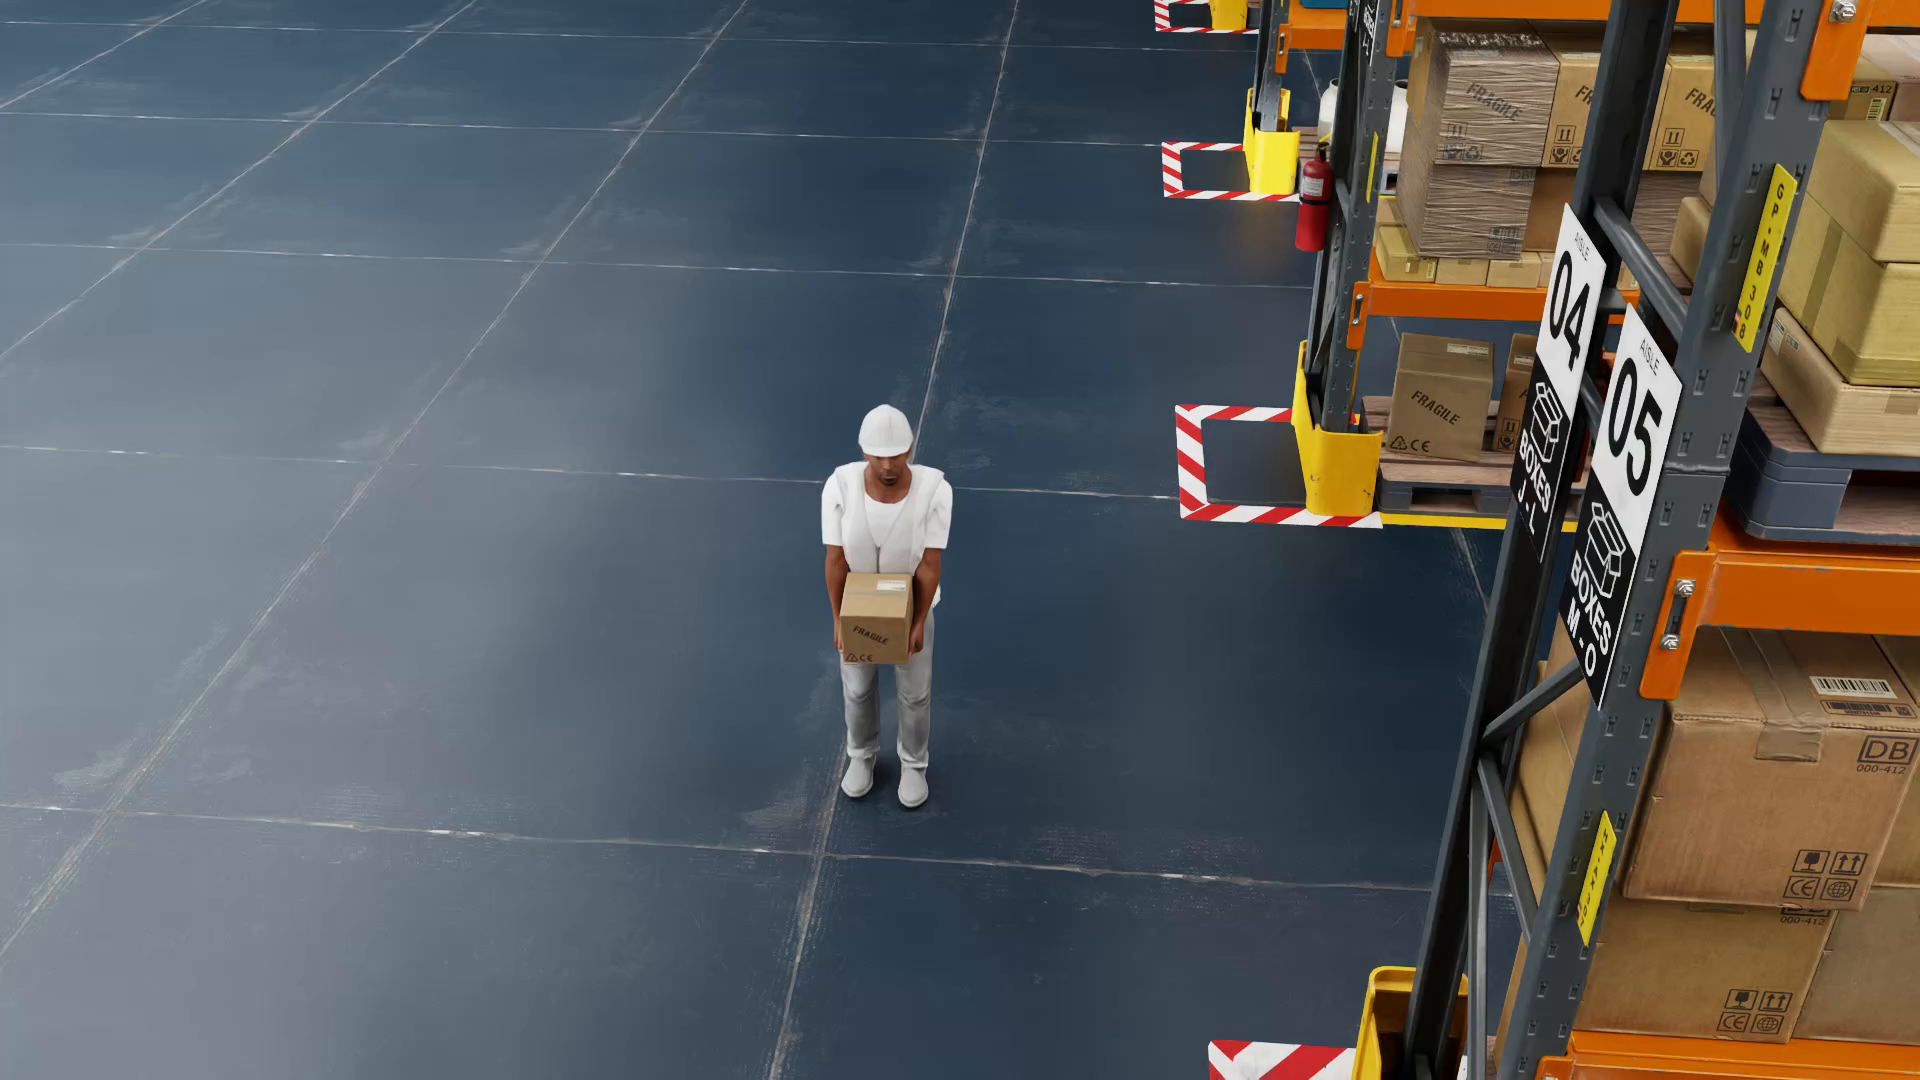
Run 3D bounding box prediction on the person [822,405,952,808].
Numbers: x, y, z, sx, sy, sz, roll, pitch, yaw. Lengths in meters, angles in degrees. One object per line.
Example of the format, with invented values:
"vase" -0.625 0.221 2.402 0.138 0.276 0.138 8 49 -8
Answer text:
"person" -0.291 0.308 6.618 0.505 1.763 0.563 2 32 3
